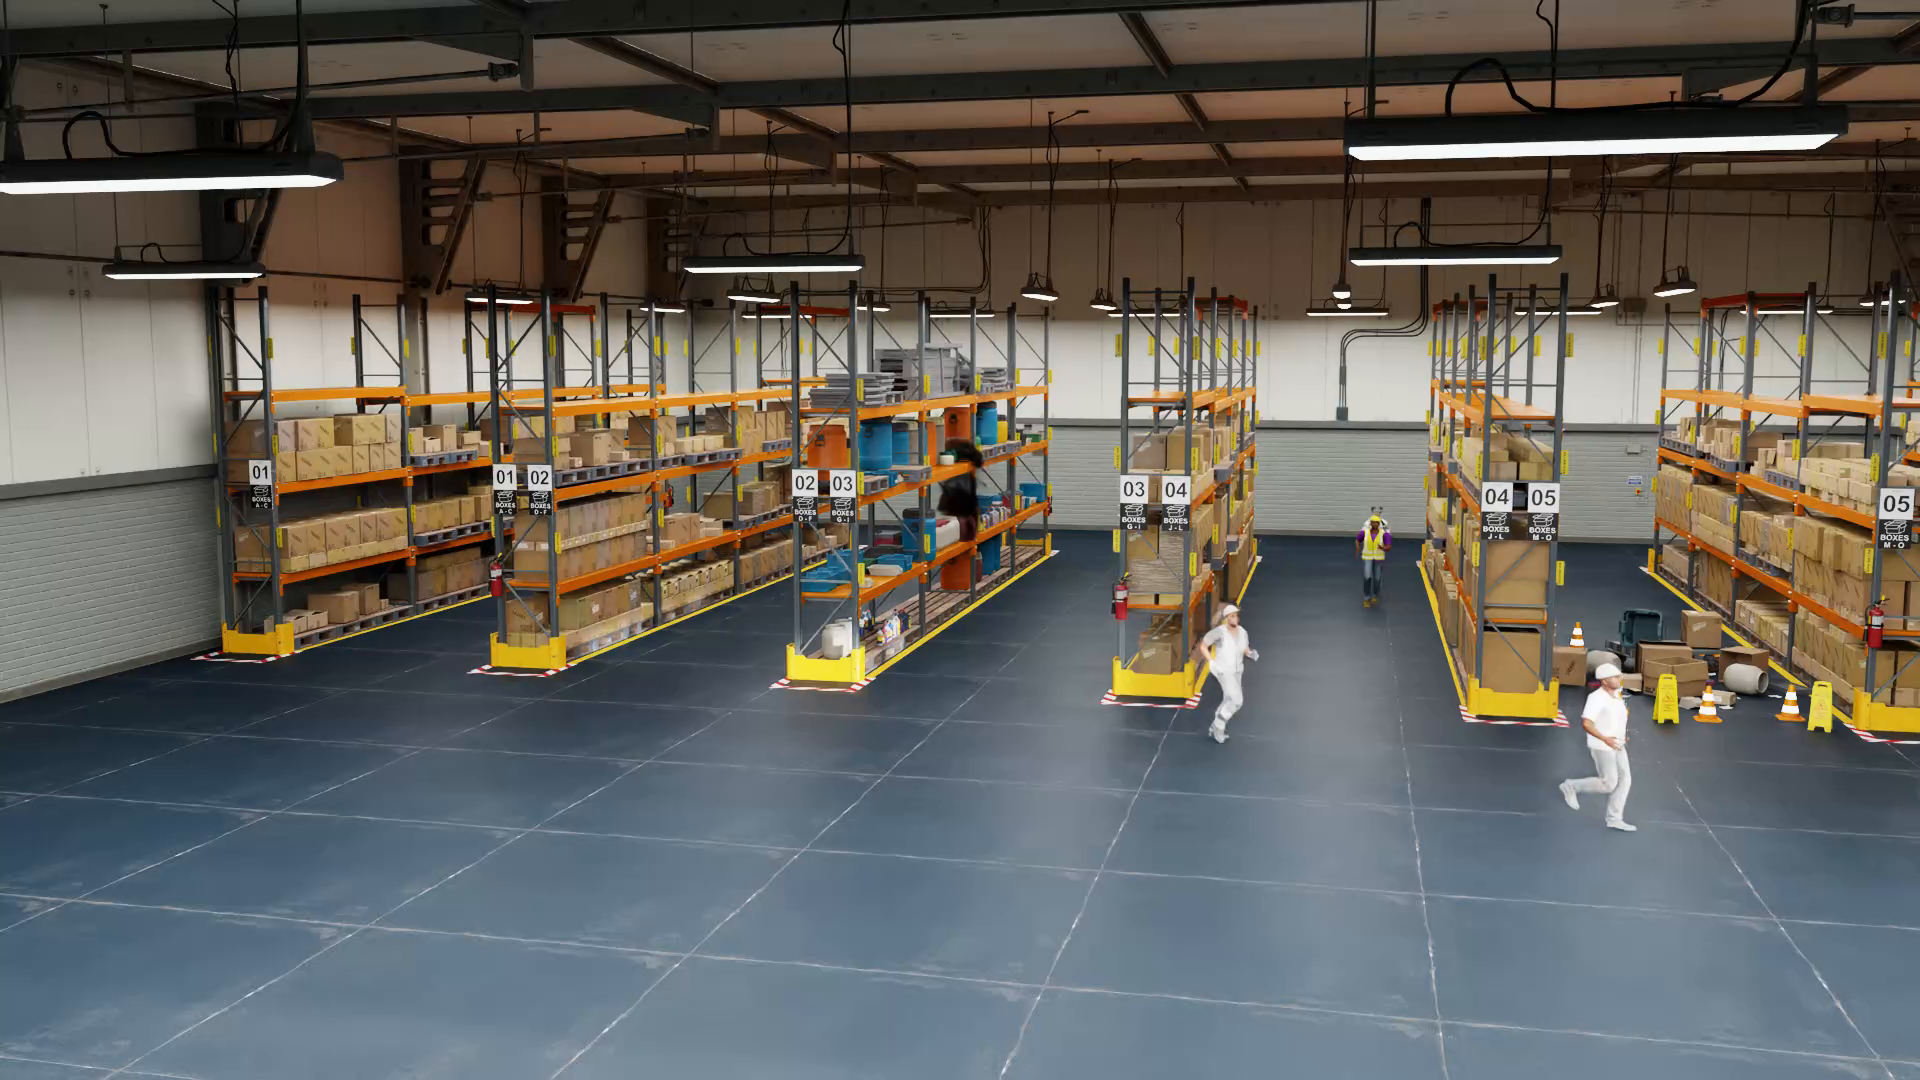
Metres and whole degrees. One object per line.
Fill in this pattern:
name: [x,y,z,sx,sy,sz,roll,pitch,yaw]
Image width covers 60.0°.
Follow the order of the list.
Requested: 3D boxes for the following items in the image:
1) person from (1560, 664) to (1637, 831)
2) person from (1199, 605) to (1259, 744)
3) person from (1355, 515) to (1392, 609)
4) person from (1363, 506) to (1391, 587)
person: [6.749,2.153,17.464,0.792,1.740,0.697,6,9,44]
person: [3.460,1.704,21.115,0.624,1.770,0.667,-5,8,-36]
person: [8.022,0.426,32.284,0.670,1.821,0.757,1,7,11]
person: [8.810,0.101,35.197,0.620,1.672,0.940,1,7,11]
